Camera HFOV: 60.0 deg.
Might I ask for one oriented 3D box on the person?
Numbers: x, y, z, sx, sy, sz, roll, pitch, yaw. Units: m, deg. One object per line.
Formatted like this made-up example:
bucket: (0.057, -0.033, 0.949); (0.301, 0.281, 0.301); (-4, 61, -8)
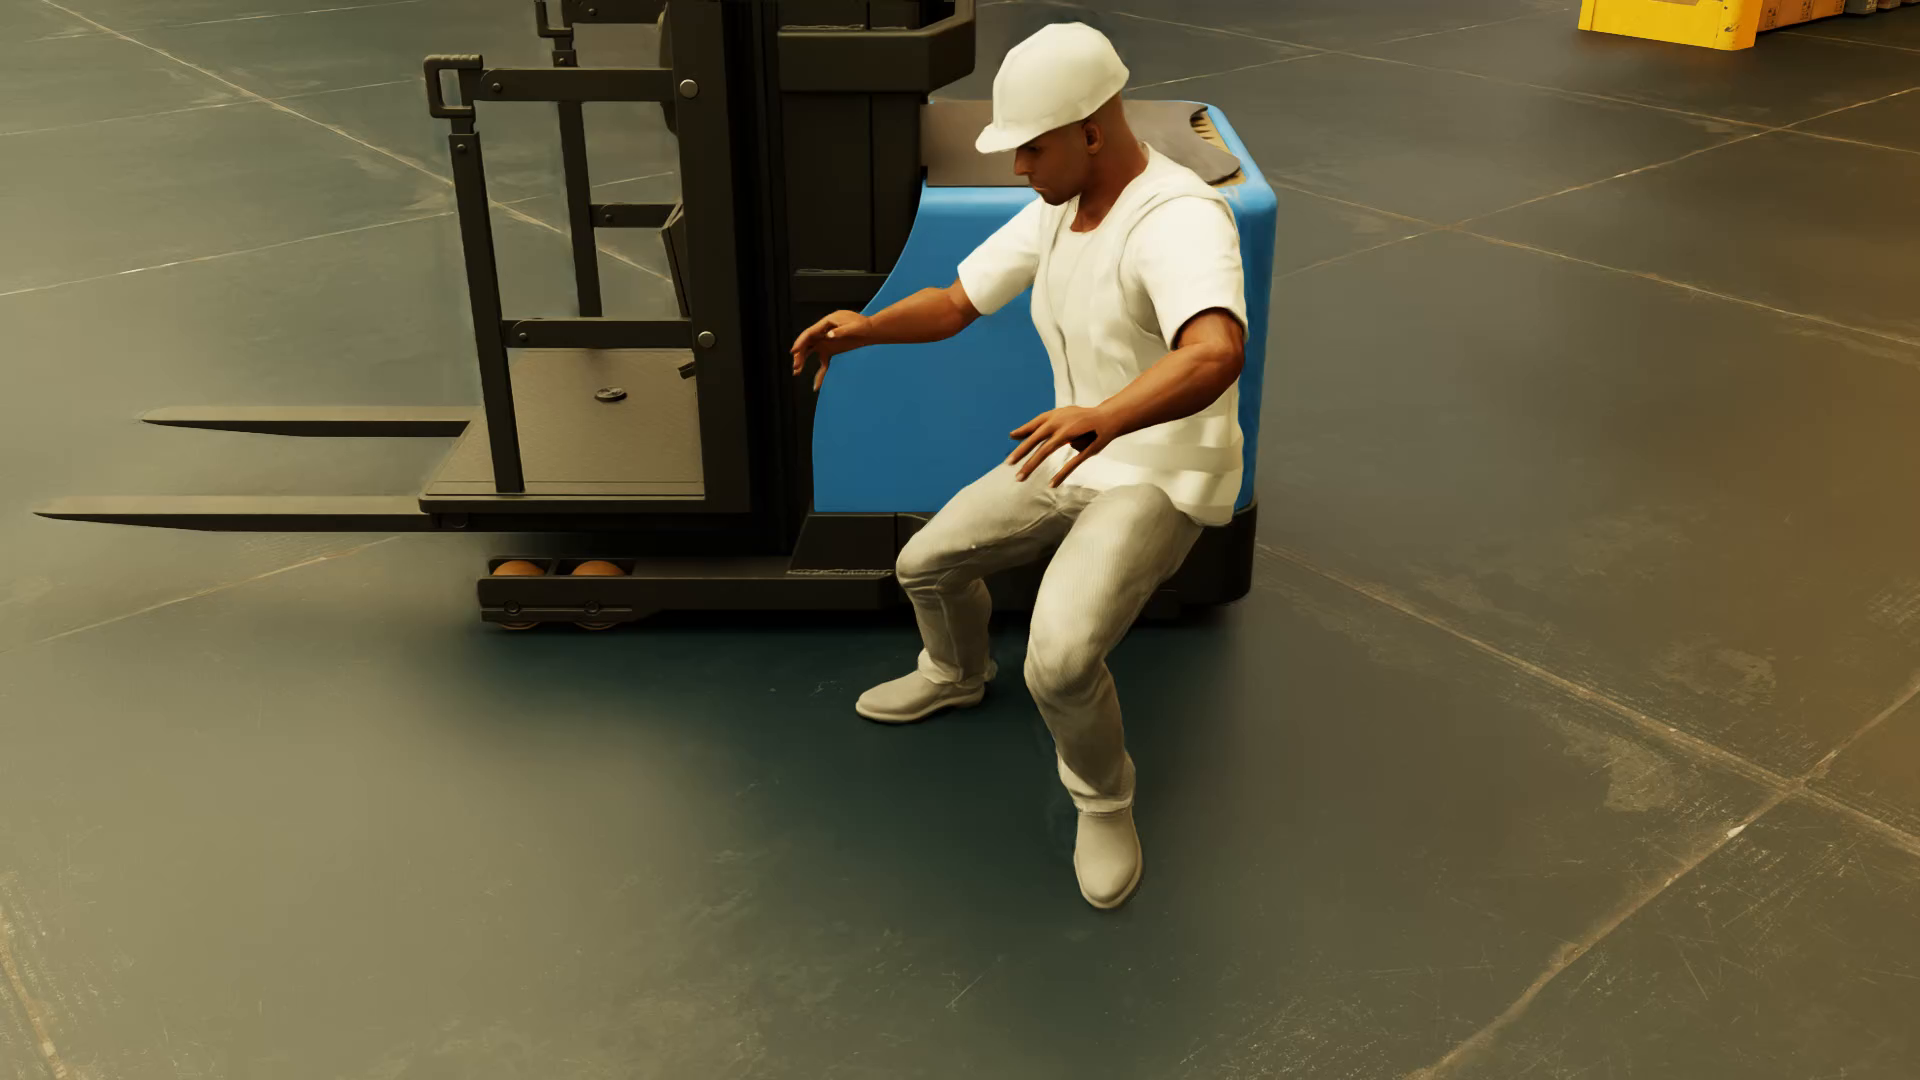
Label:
person: (0.128, -0.137, 3.055); (0.782, 1.534, 1.022); (-10, 28, -20)

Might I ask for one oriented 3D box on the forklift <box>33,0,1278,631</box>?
forklift: (-0.795, -1.328, 3.879); (3.031, 2.935, 1.130); (0, 26, 0)
